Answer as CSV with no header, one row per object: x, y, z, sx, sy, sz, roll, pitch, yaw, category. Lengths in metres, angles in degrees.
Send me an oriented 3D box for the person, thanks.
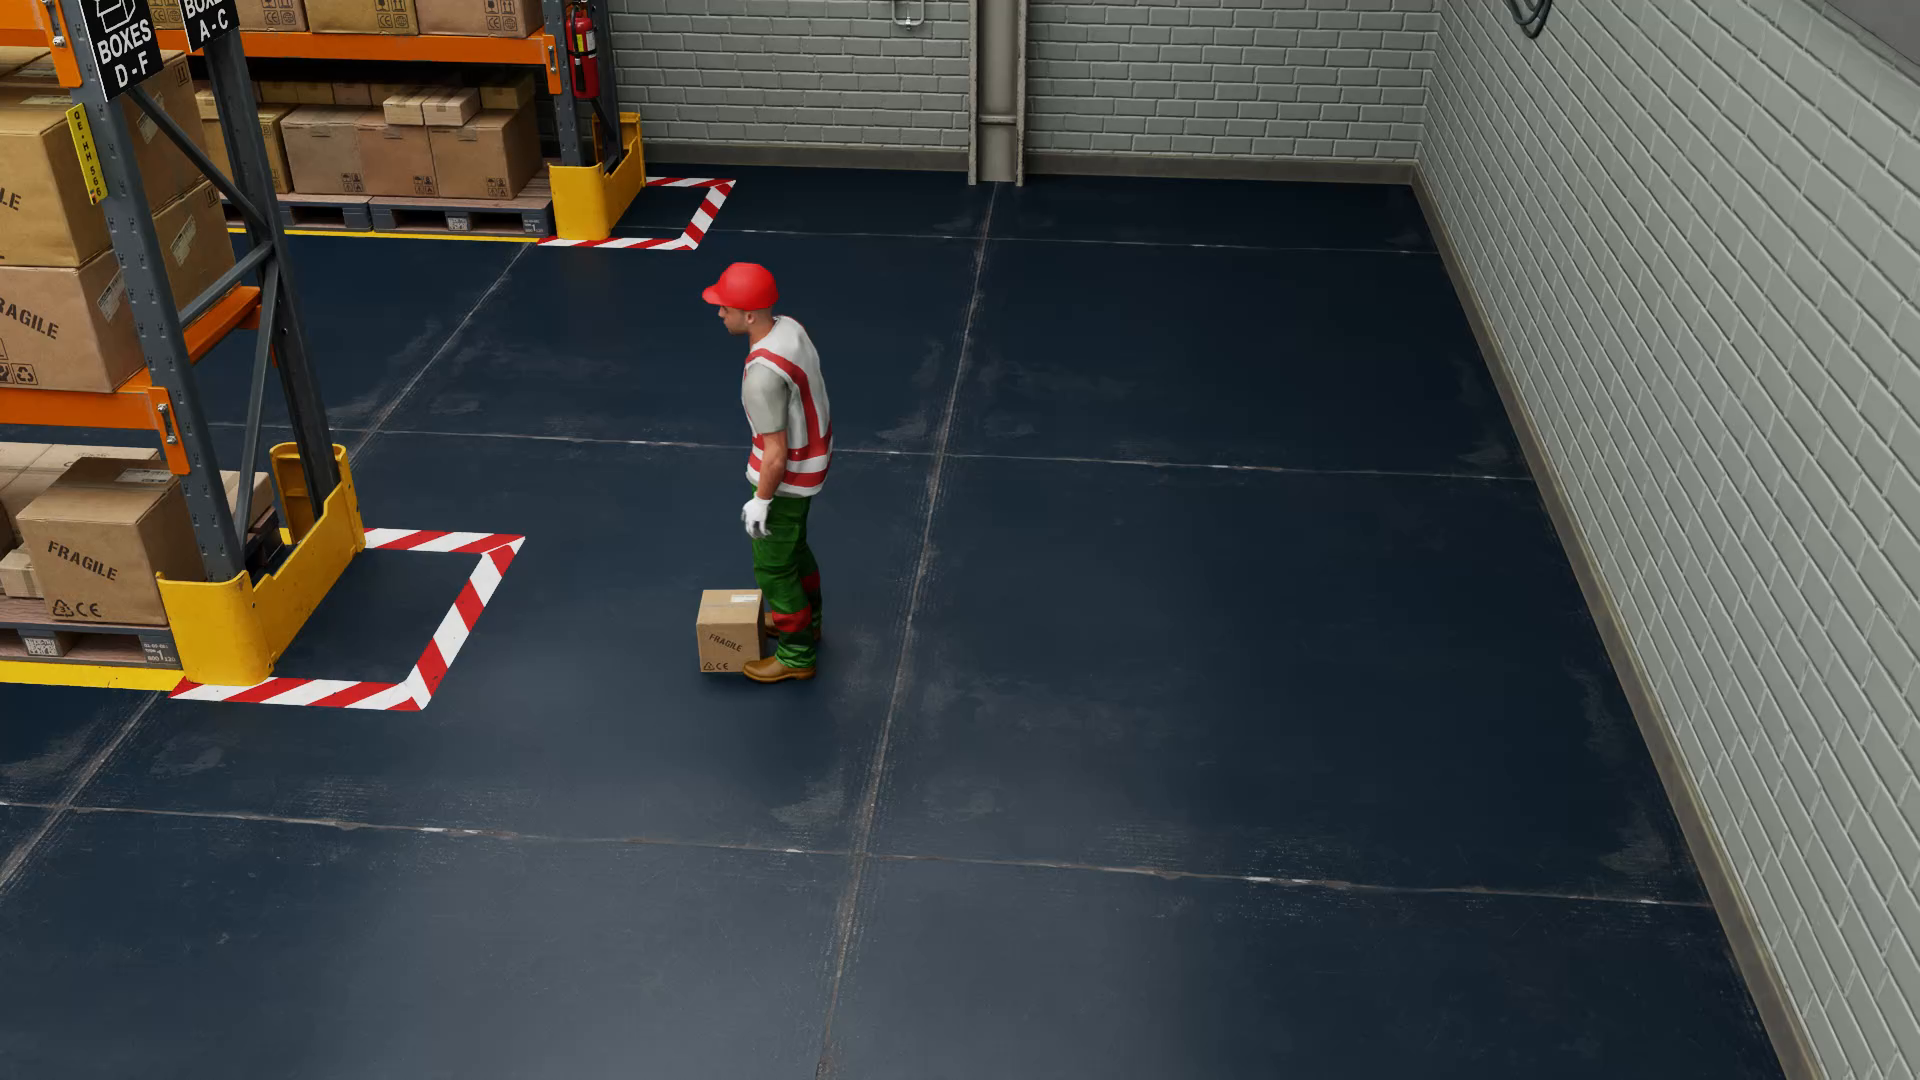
-0.723,-0.259,6.541,0.449,1.779,0.608,3,32,4,person
